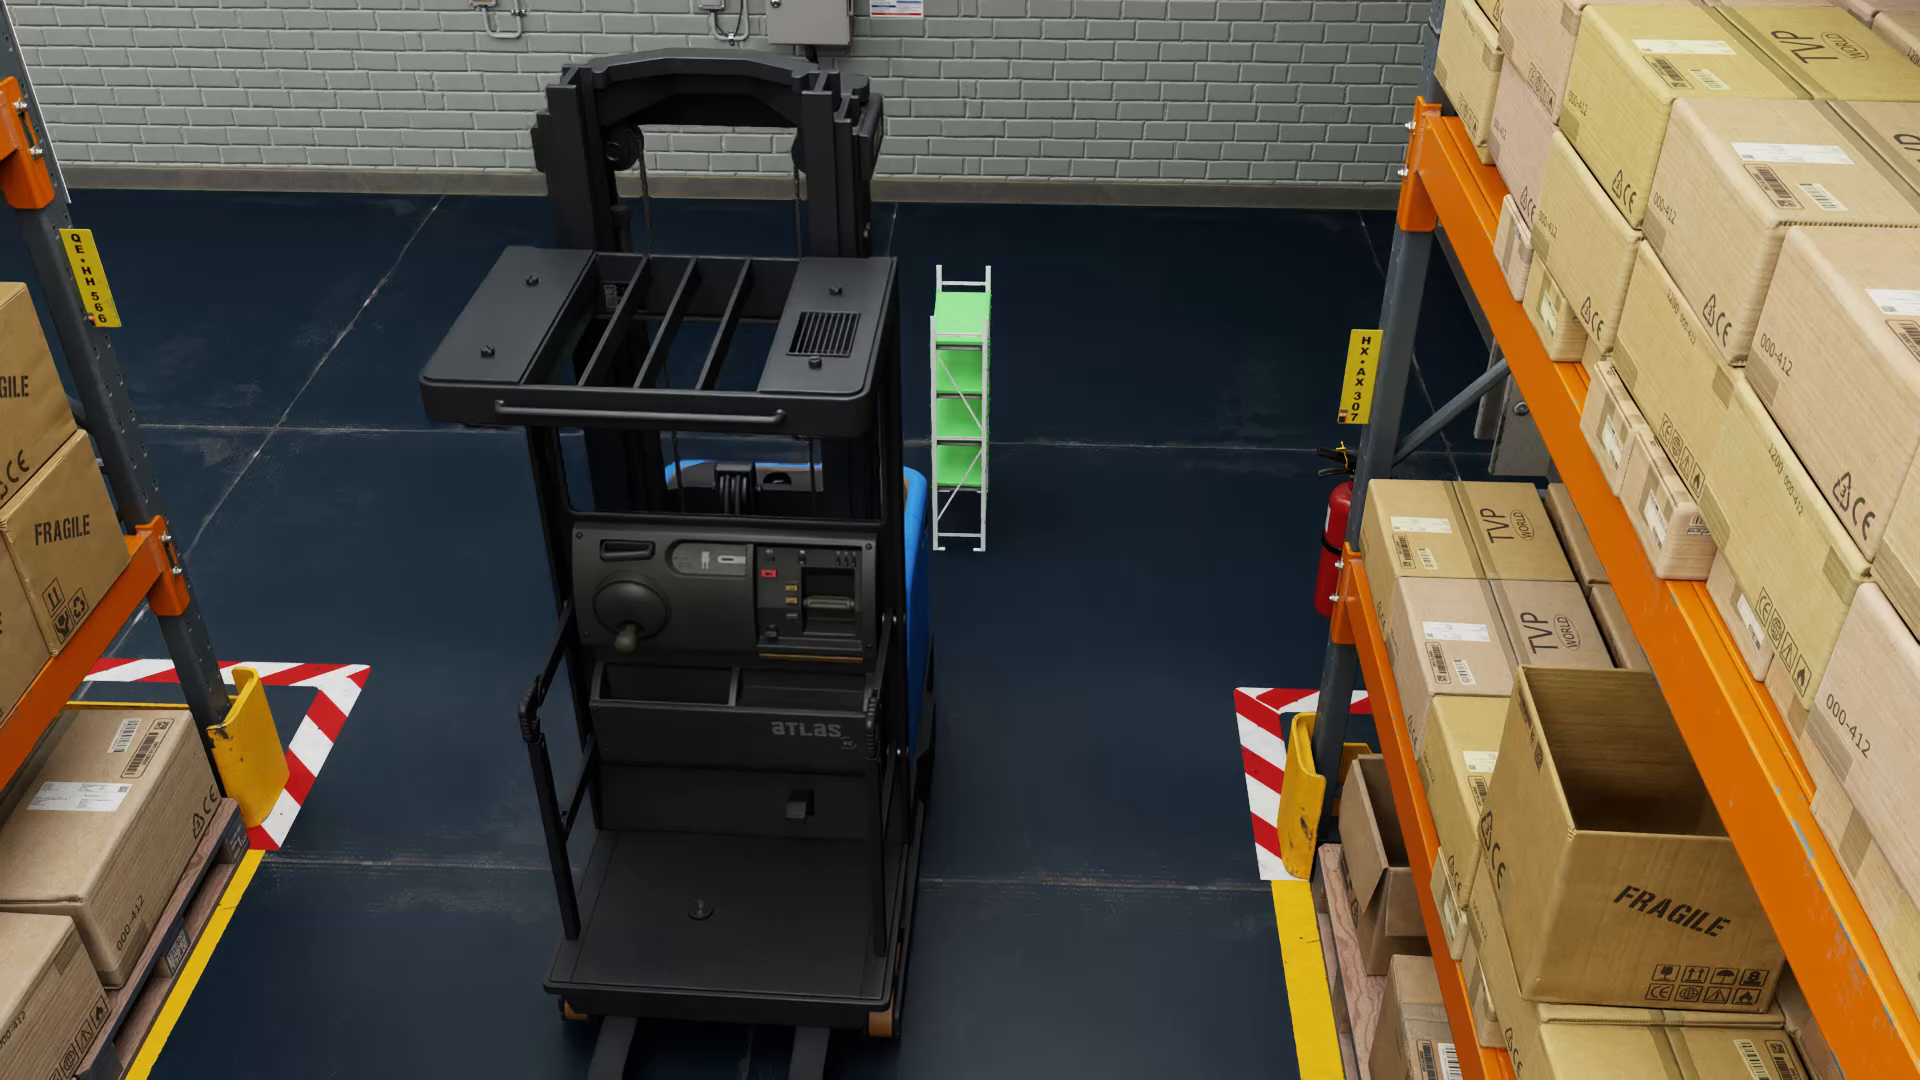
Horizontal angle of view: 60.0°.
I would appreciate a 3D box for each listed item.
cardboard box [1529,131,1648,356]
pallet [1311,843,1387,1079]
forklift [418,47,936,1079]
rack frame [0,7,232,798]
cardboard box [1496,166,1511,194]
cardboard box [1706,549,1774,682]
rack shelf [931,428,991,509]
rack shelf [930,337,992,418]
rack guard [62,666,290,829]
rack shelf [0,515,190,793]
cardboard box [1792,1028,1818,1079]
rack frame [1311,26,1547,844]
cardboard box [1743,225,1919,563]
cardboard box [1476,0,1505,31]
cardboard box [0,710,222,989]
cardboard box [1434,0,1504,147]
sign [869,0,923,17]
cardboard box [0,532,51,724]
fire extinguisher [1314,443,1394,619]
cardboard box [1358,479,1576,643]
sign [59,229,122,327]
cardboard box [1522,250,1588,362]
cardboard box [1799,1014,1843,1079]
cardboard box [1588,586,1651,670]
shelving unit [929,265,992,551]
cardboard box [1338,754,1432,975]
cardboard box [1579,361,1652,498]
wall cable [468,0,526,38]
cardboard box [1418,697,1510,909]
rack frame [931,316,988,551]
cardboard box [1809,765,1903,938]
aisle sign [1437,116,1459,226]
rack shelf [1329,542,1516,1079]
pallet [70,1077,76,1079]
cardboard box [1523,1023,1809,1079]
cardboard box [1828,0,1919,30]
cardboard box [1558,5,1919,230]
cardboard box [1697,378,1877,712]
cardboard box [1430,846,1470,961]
[{"bbox_3d":[1.448,-0.584,3.236,0.500,0.250,0.500,0,35,0],"label":"cardboard box"},{"bbox_3d":[1.737,1.511,5.416,1.003,0.211,1.213,1,35,2],"label":"pallet"},{"bbox_3d":[-0.727,0.225,4.881,1.130,2.935,3.031,2,35,3],"label":"forklift"},{"bbox_3d":[-3.188,-0.244,5.488,1.000,3.000,0.127,1,35,2],"label":"rack frame"},{"bbox_3d":[1.542,-0.927,4.070,0.380,0.149,0.250,2,35,3],"label":"cardboard box"},{"bbox_3d":[1.421,0.095,2.616,0.380,0.149,0.250,2,35,2],"label":"cardboard box"},{"bbox_3d":[0.007,-0.337,7.715,0.258,0.148,0.480,1,35,2],"label":"rack shelf"},{"bbox_3d":[0.007,-0.730,7.439,0.258,0.148,0.480,1,35,2],"label":"rack shelf"},{"bbox_3d":[-3.188,0.765,6.227,1.175,0.500,0.348,1,35,2],"label":"rack guard"},{"bbox_3d":[-3.269,1.199,4.060,1.077,0.370,4.000,1,35,2],"label":"rack shelf"},{"bbox_3d":[1.936,1.243,3.244,0.500,0.250,0.500,2,35,3],"label":"cardboard box"},{"bbox_3d":[1.771,-0.132,5.328,1.000,3.000,0.127,1,35,2],"label":"rack frame"},{"bbox_3d":[1.431,-0.204,2.260,0.500,0.250,0.500,2,35,3],"label":"cardboard box"},{"bbox_3d":[1.503,-1.374,3.925,0.500,0.250,0.500,1,35,1],"label":"cardboard box"},{"bbox_3d":[-3.115,1.014,5.562,0.875,0.438,0.875,0,35,0],"label":"cardboard box"},{"bbox_3d":[1.480,-1.170,4.070,0.500,0.250,0.500,1,35,1],"label":"cardboard box"},{"bbox_3d":[-0.390,-3.421,10.091,0.329,0.494,0.001,1,35,2],"label":"sign"},{"bbox_3d":[-2.979,0.286,4.647,0.500,0.500,0.500,1,35,1],"label":"cardboard box"},{"bbox_3d":[1.315,-0.042,5.593,0.296,0.674,0.183,1,35,2],"label":"fire extinguisher"},{"bbox_3d":[1.484,0.063,4.924,0.500,0.250,0.500,2,35,2],"label":"cardboard box"},{"bbox_3d":[-2.647,-0.794,5.058,0.100,0.325,0.005,1,35,2],"label":"sign"},{"bbox_3d":[1.398,-0.489,3.446,0.380,0.149,0.250,1,35,2],"label":"cardboard box"},{"bbox_3d":[1.936,0.950,3.009,0.500,0.500,0.500,0,35,1],"label":"cardboard box"},{"bbox_3d":[1.996,0.375,4.480,0.500,0.250,0.500,1,35,2],"label":"cardboard box"},{"bbox_3d":[0.007,-0.586,7.540,0.258,1.200,0.503,1,35,2],"label":"shelving unit"},{"bbox_3d":[1.652,1.067,5.429,0.797,0.503,0.637,0,35,0],"label":"cardboard box"},{"bbox_3d":[1.368,-0.200,3.035,0.380,0.149,0.250,1,35,2],"label":"cardboard box"},{"bbox_3d":[-2.985,-3.913,9.798,0.585,1.953,0.123,1,35,2],"label":"wall cable"},{"bbox_3d":[1.447,0.644,4.097,0.500,0.250,0.500,1,35,1],"label":"cardboard box"},{"bbox_3d":[-0.003,-0.446,7.341,0.240,1.200,0.015,1,35,2],"label":"rack frame"},{"bbox_3d":[1.377,0.393,2.192,0.380,0.149,0.250,1,35,2],"label":"cardboard box"},{"bbox_3d":[1.481,-1.241,4.646,0.394,0.787,0.004,1,35,2],"label":"aisle sign"},{"bbox_3d":[1.691,1.312,3.900,1.077,0.370,4.000,1,35,2],"label":"rack shelf"},{"bbox_3d":[-3.194,2.057,4.639,1.003,0.211,1.213,1,35,2],"label":"pallet"},{"bbox_3d":[1.426,1.234,3.258,0.500,0.250,0.500,1,35,2],"label":"cardboard box"},{"bbox_3d":[2.011,-1.063,3.482,0.500,0.250,0.500,0,35,0],"label":"cardboard box"},{"bbox_3d":[1.457,-0.794,3.099,0.500,0.250,0.500,1,35,1],"label":"cardboard box"},{"bbox_3d":[1.422,0.003,2.400,0.500,0.250,0.500,2,35,3],"label":"cardboard box"},{"bbox_3d":[1.383,0.893,4.089,0.380,0.149,0.250,0,35,1],"label":"cardboard box"}]
